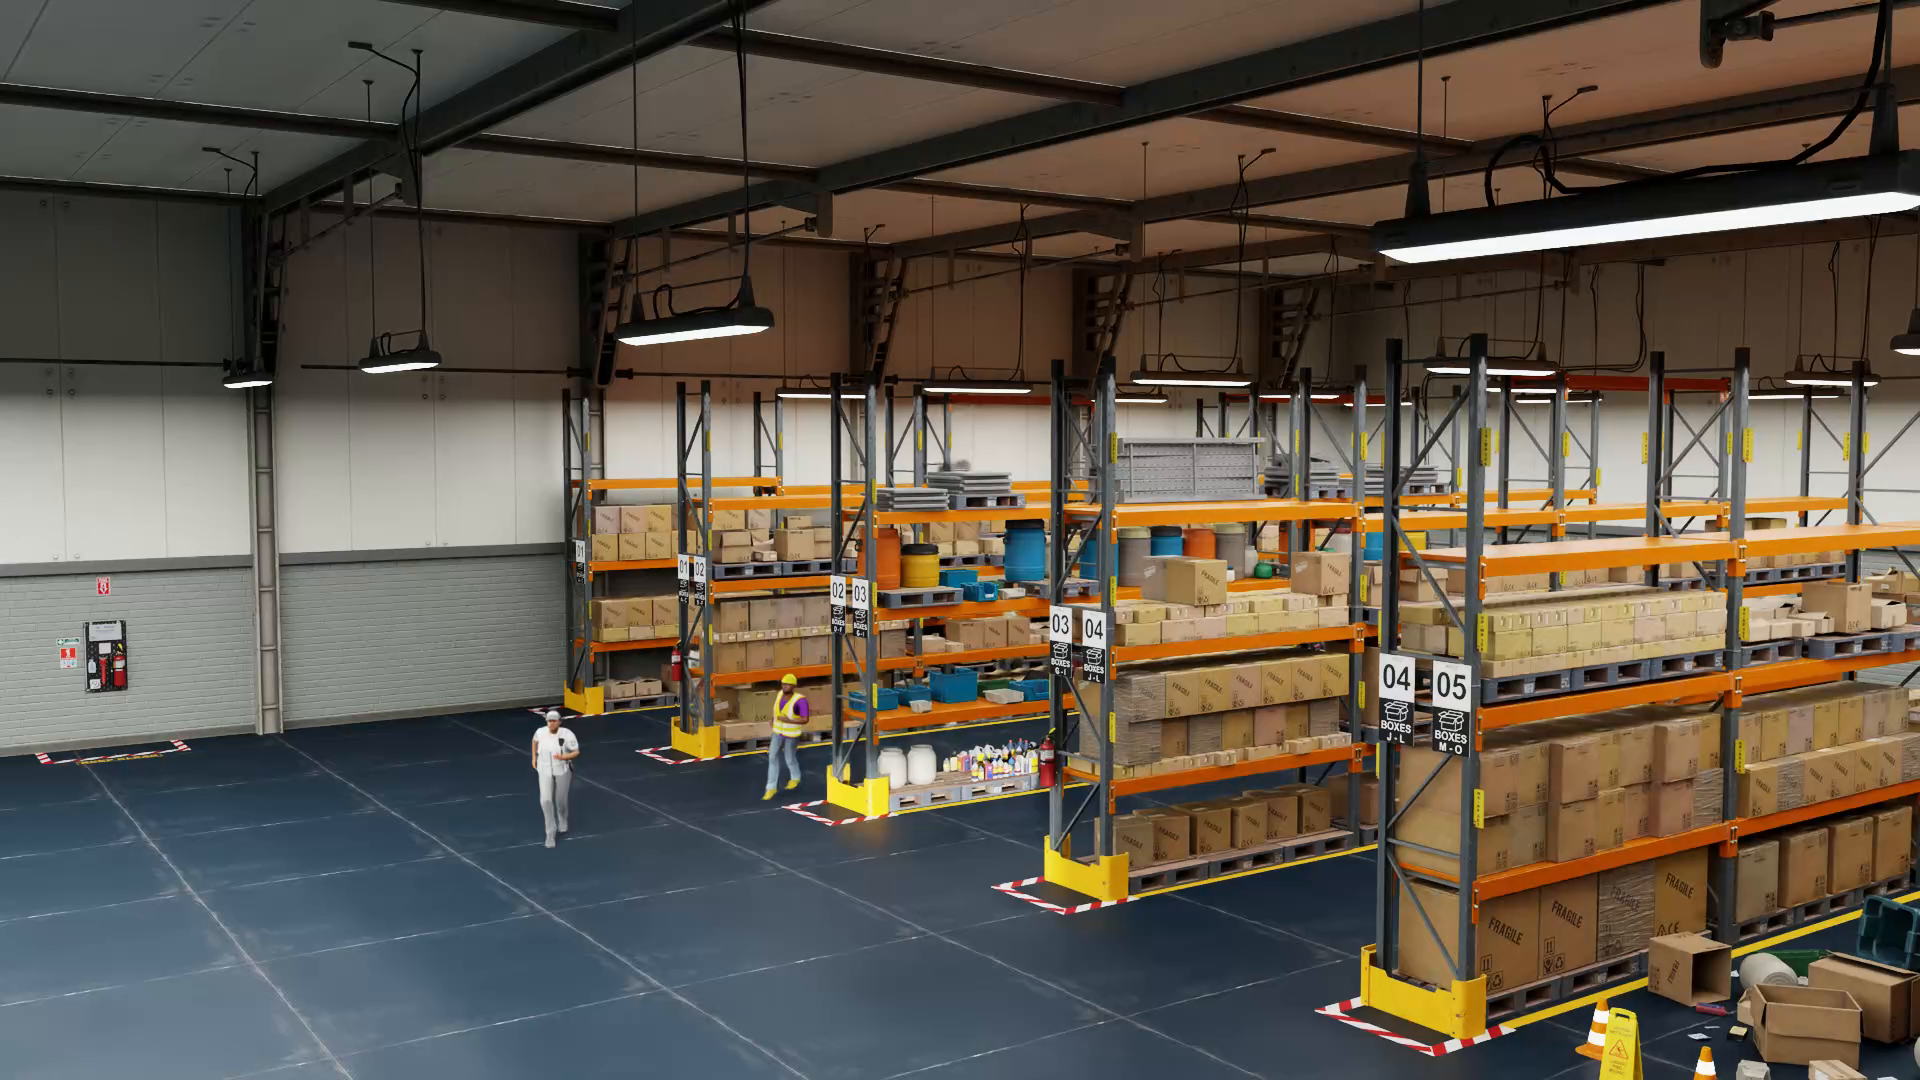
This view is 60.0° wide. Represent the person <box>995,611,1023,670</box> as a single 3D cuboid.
[{"bbox_3d":[0.969,1.987,32.926,0.762,1.747,0.550,-4,5,-44],"label":"person"}]

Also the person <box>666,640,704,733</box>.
[{"bbox_3d":[-4.694,2.487,28.400,0.698,1.719,0.575,3,5,42],"label":"person"}]

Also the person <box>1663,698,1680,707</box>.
[{"bbox_3d":[9.614,2.876,22.442,0.857,1.715,0.562,-3,4,-35],"label":"person"}]

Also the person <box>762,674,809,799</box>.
[{"bbox_3d":[-2.392,2.799,23.675,0.699,1.830,0.821,2,4,27],"label":"person"}]

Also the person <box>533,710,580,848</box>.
[{"bbox_3d":[-5.130,2.992,21.119,0.627,1.712,0.875,0,4,-3],"label":"person"}]
